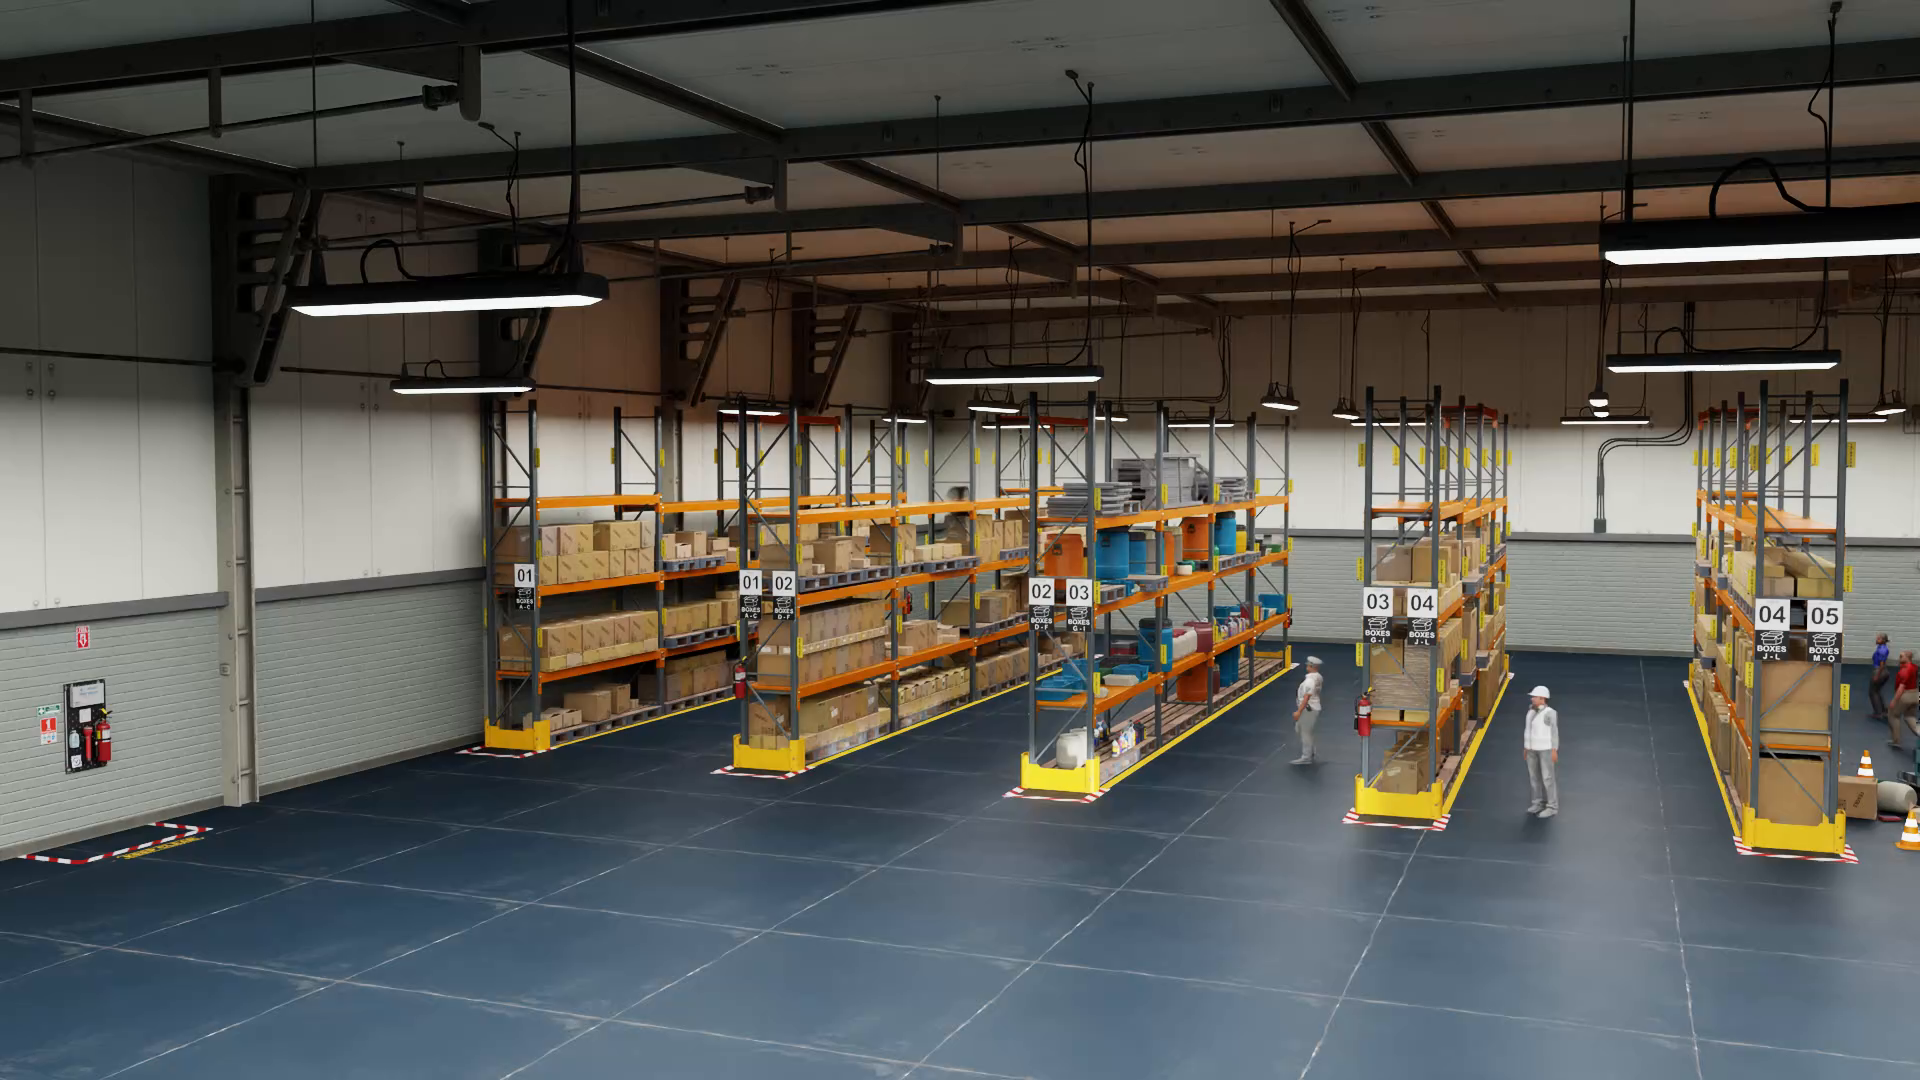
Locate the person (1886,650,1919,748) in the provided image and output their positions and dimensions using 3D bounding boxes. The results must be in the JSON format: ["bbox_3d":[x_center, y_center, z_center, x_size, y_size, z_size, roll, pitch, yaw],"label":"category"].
[{"bbox_3d":[16.340,2.752,28.787,0.596,1.701,0.662,-1,3,-20],"label":"person"}]

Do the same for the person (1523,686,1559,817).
[{"bbox_3d":[8.159,2.958,23.424,0.445,1.779,0.621,-2,3,-29],"label":"person"}]

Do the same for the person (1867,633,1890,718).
[{"bbox_3d":[17.715,2.637,32.089,0.495,1.665,0.393,-2,4,-37],"label":"person"}]

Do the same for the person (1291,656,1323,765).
[{"bbox_3d":[5.676,2.809,27.174,0.506,1.824,0.551,0,3,9],"label":"person"}]
